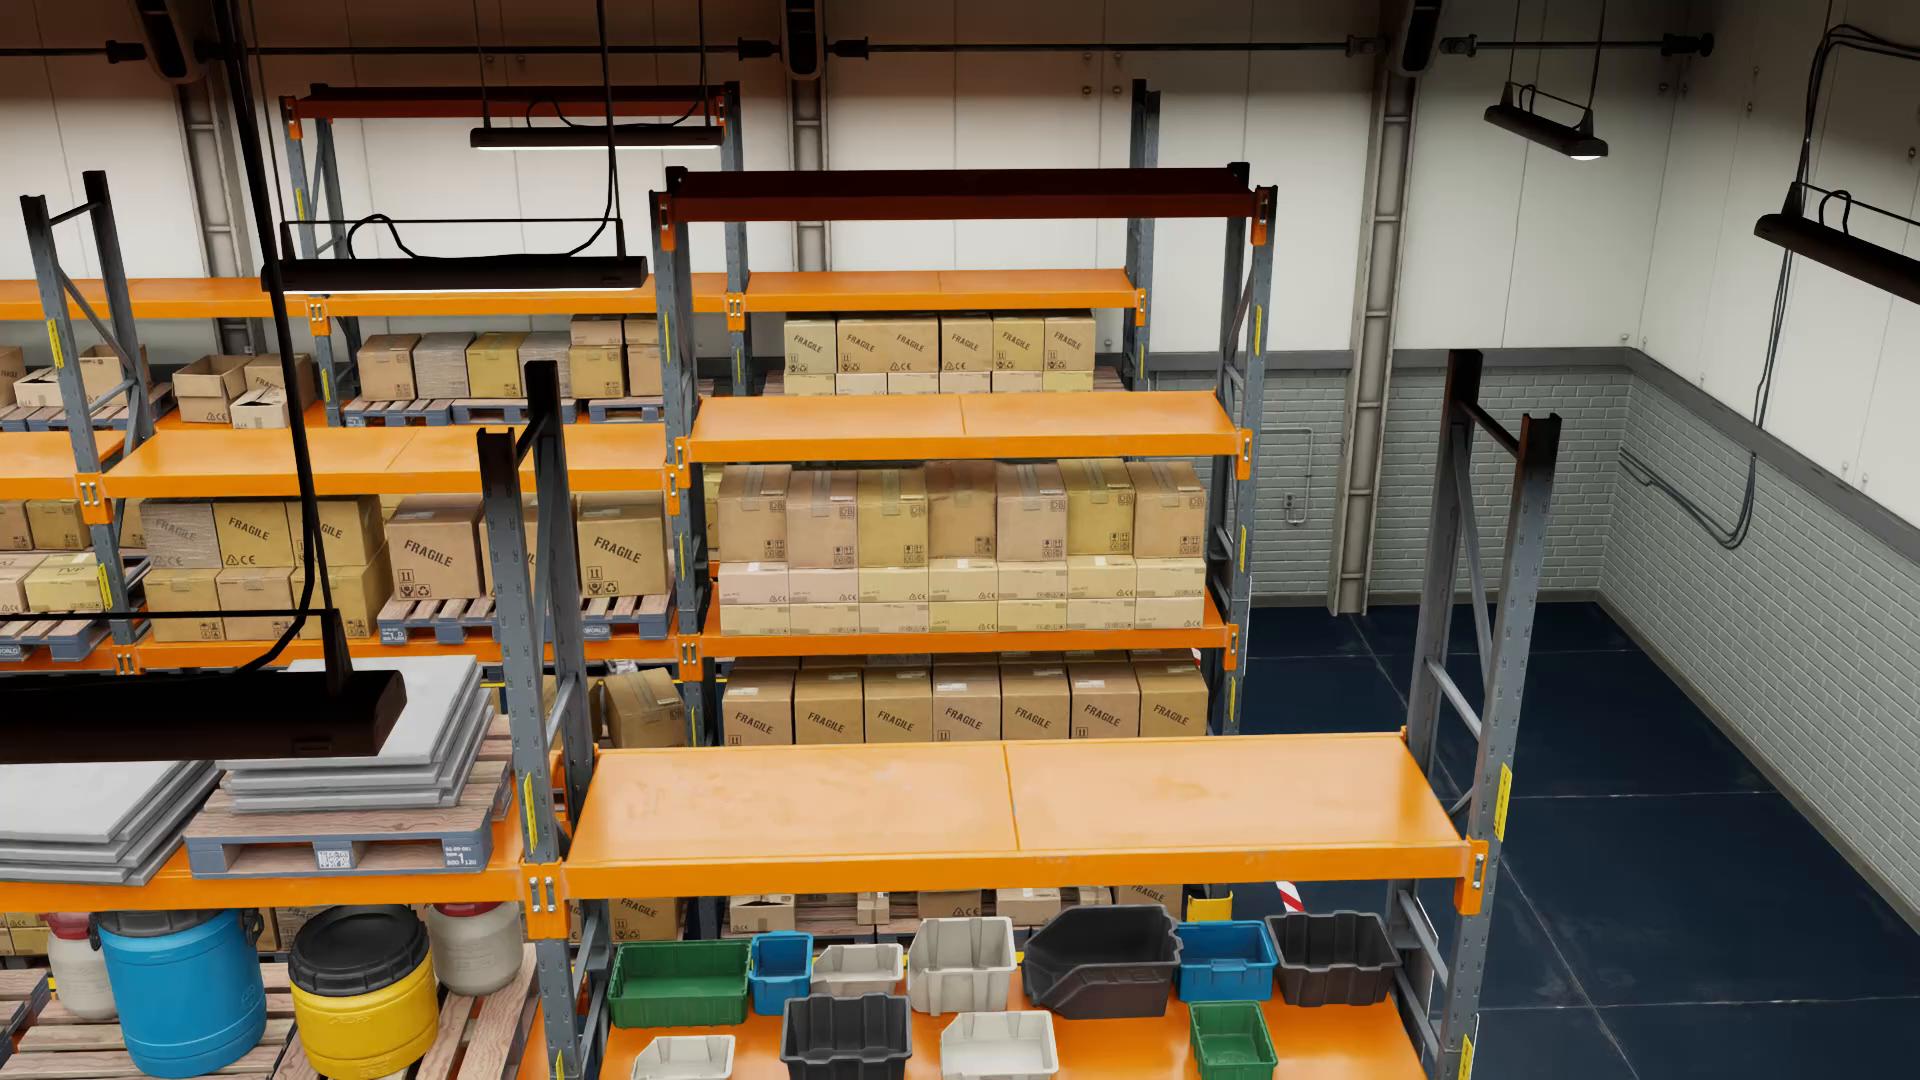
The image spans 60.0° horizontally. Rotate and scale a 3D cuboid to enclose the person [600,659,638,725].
[{"bbox_3d":[-3.180,1.311,15.732,0.929,1.633,0.516,-8,23,-18],"label":"person"}]
